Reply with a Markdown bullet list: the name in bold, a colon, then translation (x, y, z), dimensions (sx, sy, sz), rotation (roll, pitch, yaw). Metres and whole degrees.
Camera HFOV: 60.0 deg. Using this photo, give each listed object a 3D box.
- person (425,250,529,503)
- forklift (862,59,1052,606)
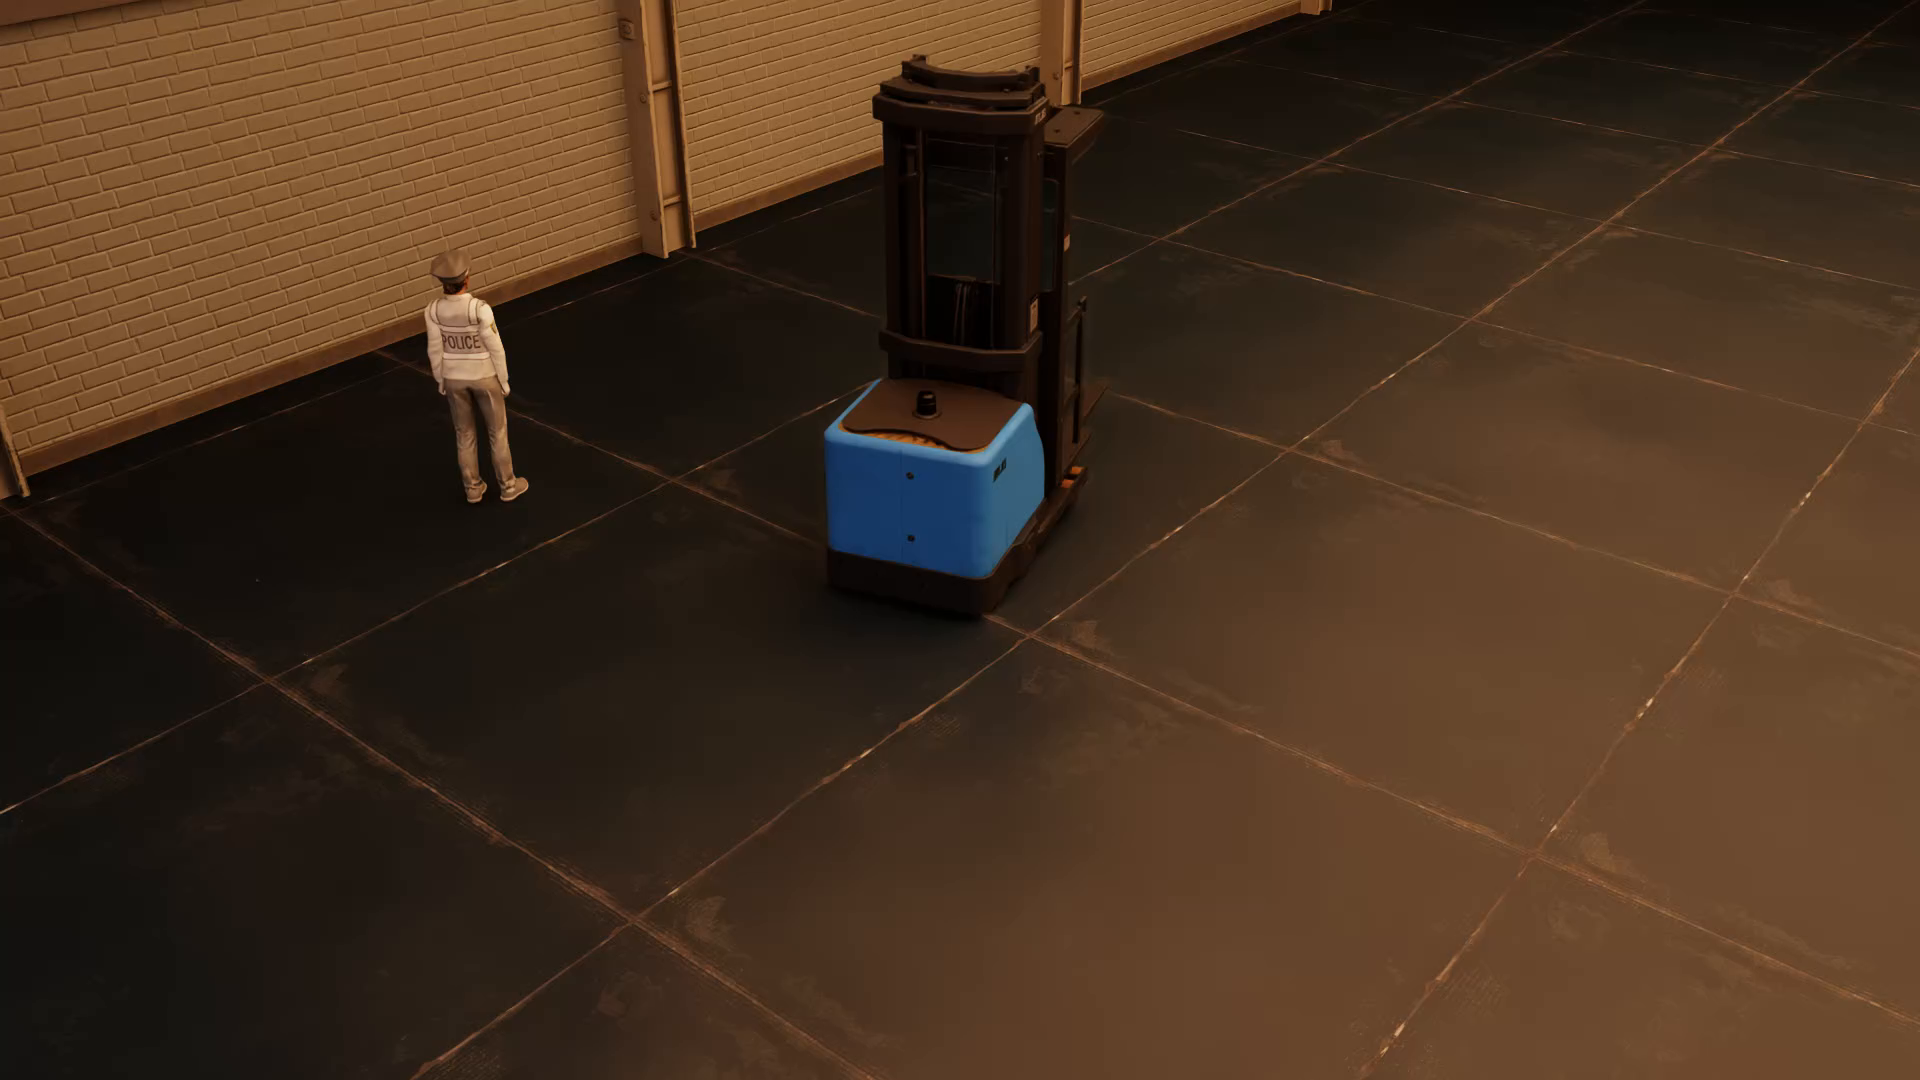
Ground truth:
- **person**: translation (-3.103, -1.025, 10.583), dimensions (0.462, 1.693, 0.340), rotation (0, 30, 1)
- **forklift**: translation (-0.008, -1.585, 10.308), dimensions (1.130, 2.935, 3.031), rotation (1, 30, 1)
